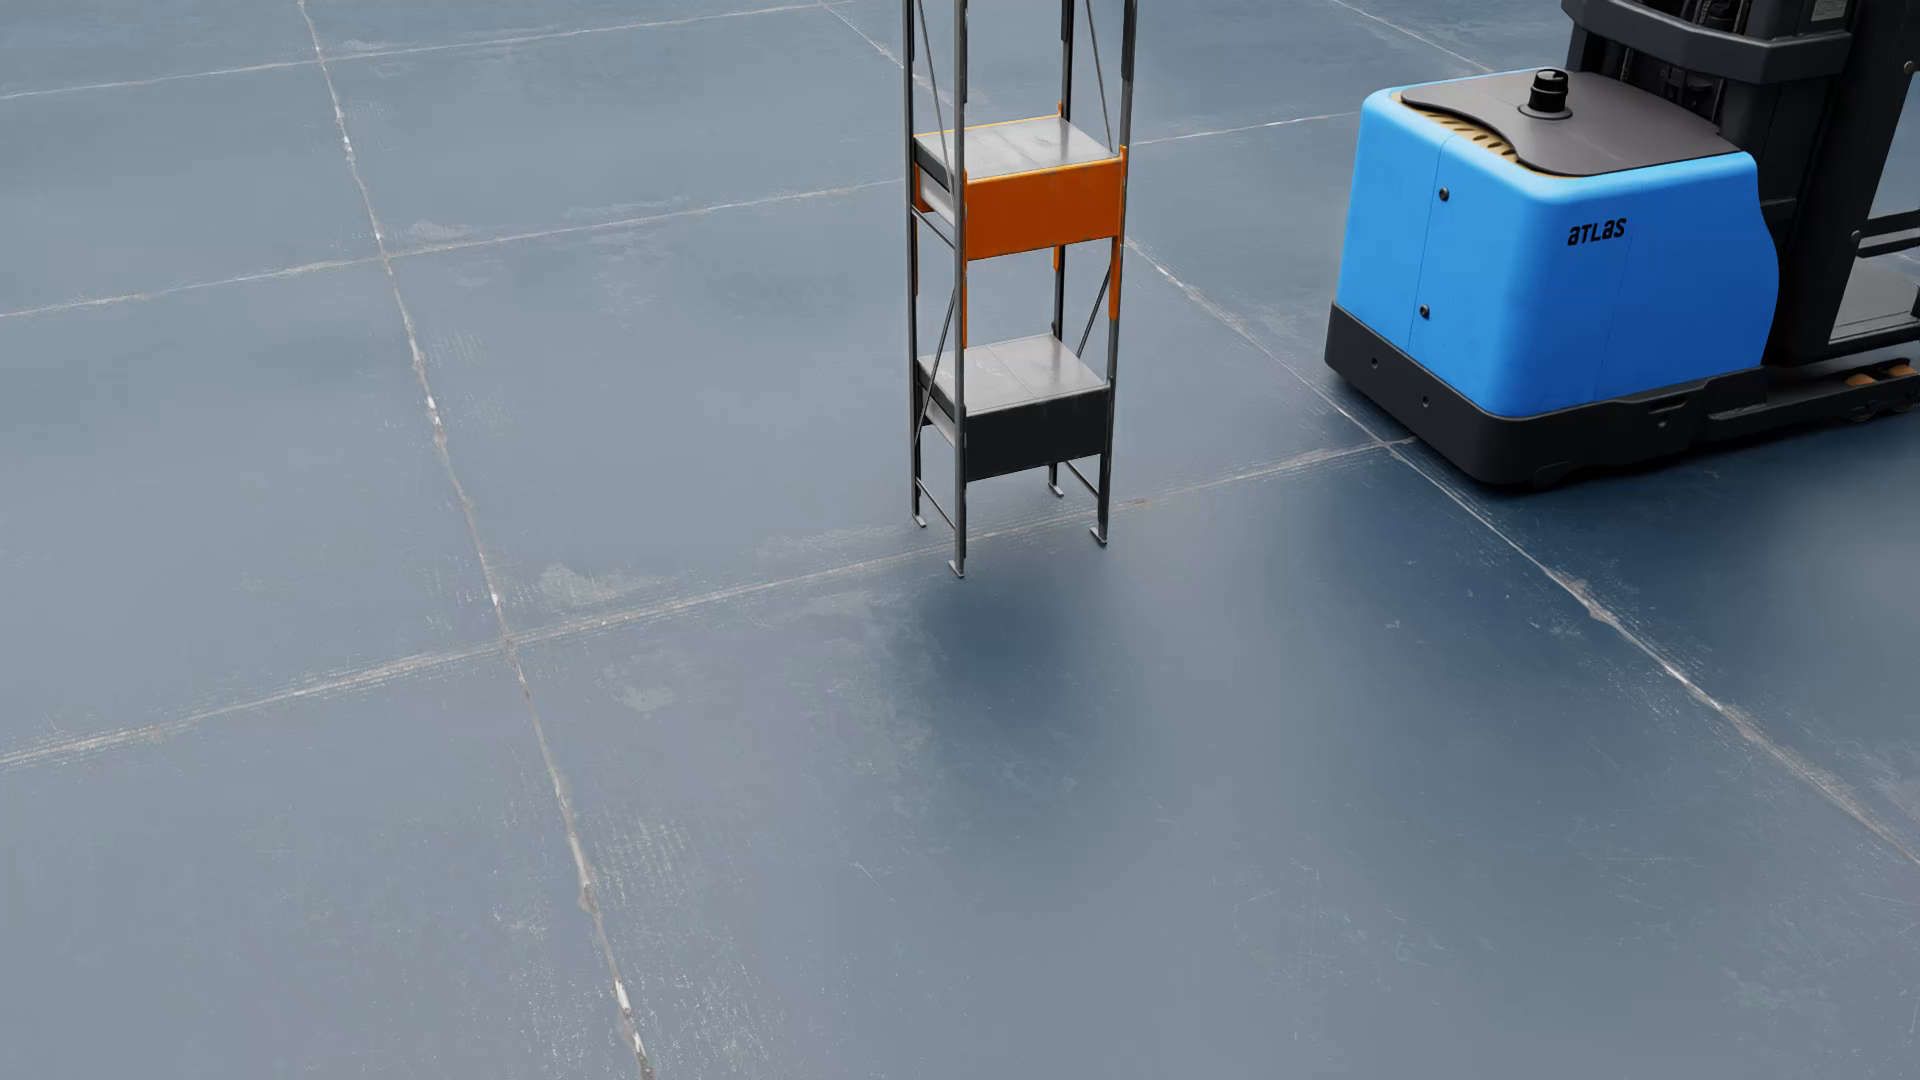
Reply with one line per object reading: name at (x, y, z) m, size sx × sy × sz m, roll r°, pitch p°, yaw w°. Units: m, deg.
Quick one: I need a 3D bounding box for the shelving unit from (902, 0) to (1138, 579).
shelving unit at (0.153, -0.915, 4.731) m, size 0.503 × 2.100 × 0.431 m, roll -13°, pitch 35°, yaw -19°

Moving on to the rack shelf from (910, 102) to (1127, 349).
rack shelf at (0.153, -0.904, 4.738) m, size 0.480 × 0.518 × 0.431 m, roll -13°, pitch 35°, yaw -19°

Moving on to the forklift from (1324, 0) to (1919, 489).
forklift at (2.913, -1.902, 5.486) m, size 3.031 × 2.935 × 1.130 m, roll -12°, pitch 35°, yaw -18°

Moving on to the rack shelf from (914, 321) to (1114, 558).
rack shelf at (0.153, -0.317, 5.120) m, size 0.480 × 0.518 × 0.431 m, roll -13°, pitch 35°, yaw -19°

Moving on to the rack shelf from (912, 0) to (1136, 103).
rack shelf at (0.153, -1.490, 4.357) m, size 0.480 × 0.518 × 0.431 m, roll -13°, pitch 35°, yaw -19°

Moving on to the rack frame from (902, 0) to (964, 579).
rack frame at (-0.072, -0.864, 4.652) m, size 0.015 × 2.100 × 0.400 m, roll -13°, pitch 35°, yaw -19°

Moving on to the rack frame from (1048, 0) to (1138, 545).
rack frame at (0.378, -0.967, 4.810) m, size 0.015 × 2.100 × 0.400 m, roll -13°, pitch 35°, yaw -19°
